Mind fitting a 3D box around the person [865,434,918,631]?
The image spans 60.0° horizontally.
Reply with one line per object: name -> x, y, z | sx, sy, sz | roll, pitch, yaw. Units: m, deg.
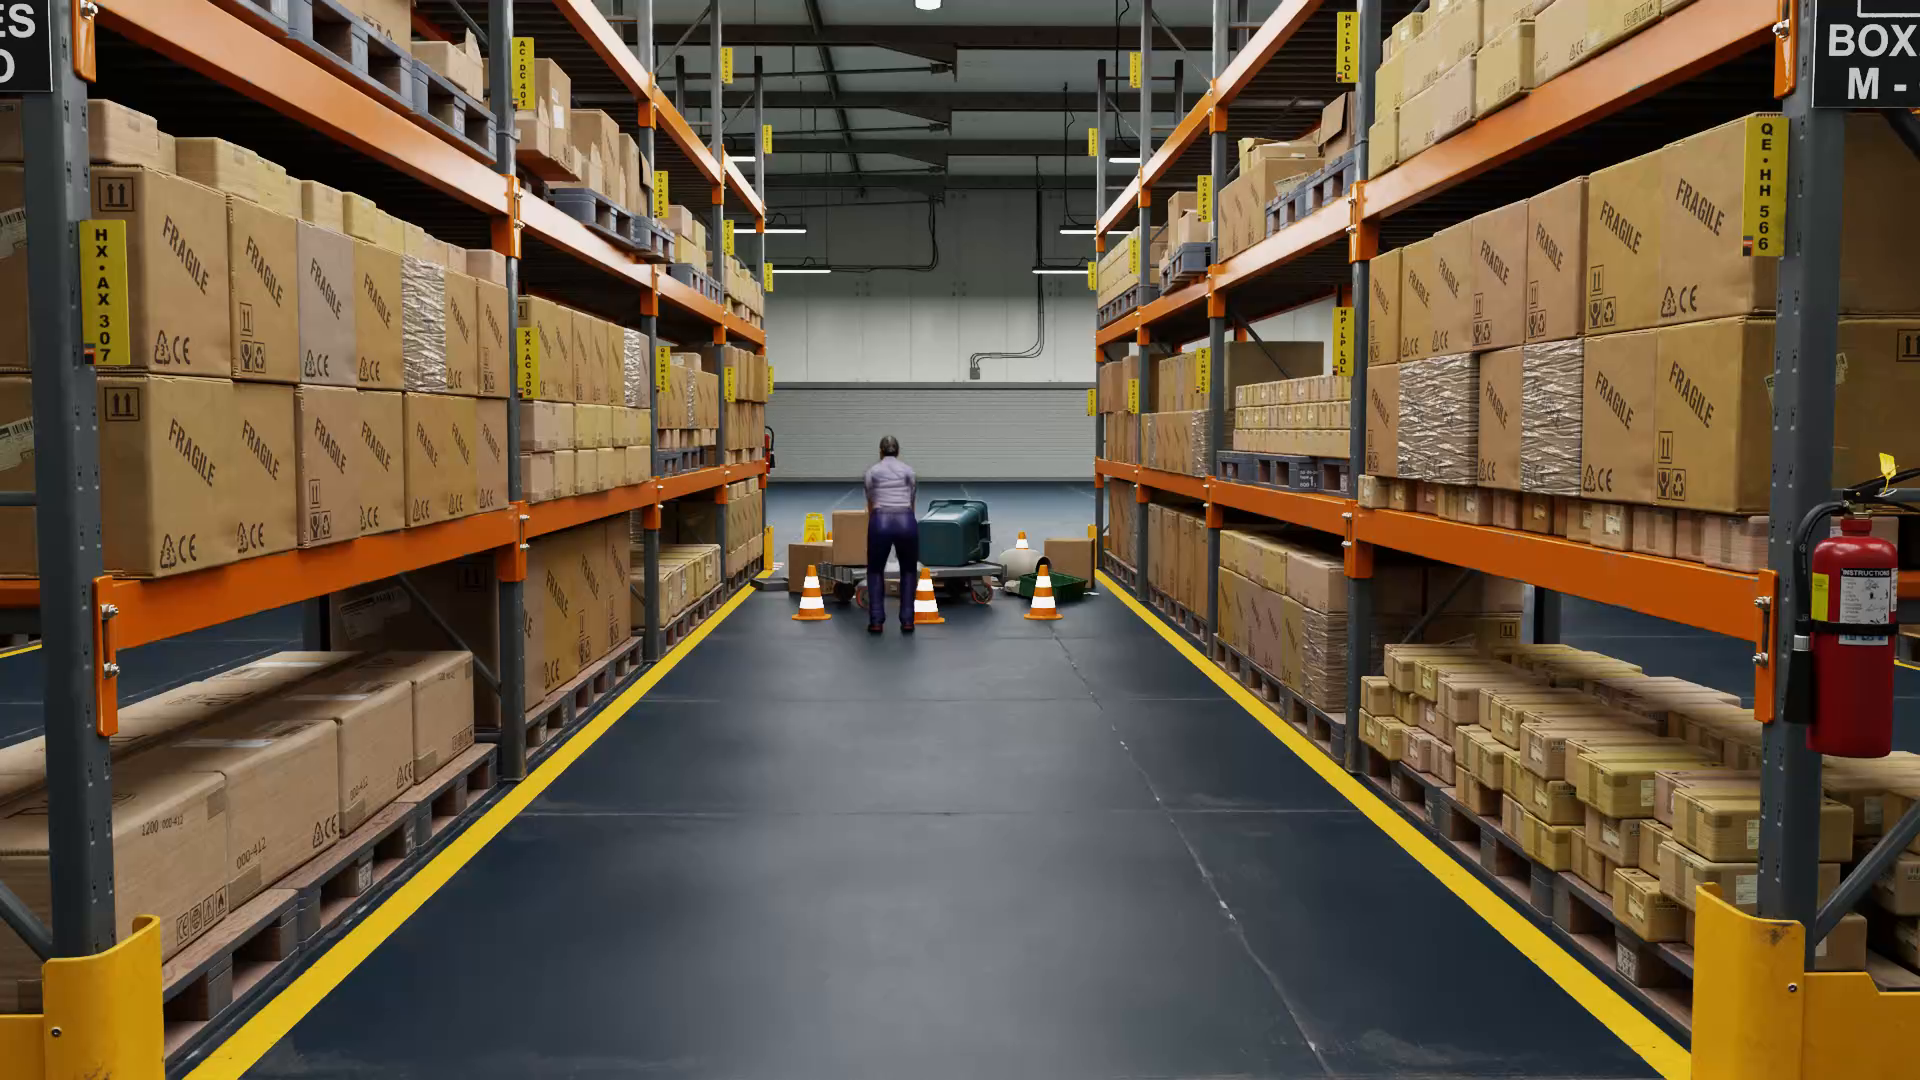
person -> -0.569, -0.060, 13.735 | 0.431, 1.625, 0.559 | 0, 4, -6
